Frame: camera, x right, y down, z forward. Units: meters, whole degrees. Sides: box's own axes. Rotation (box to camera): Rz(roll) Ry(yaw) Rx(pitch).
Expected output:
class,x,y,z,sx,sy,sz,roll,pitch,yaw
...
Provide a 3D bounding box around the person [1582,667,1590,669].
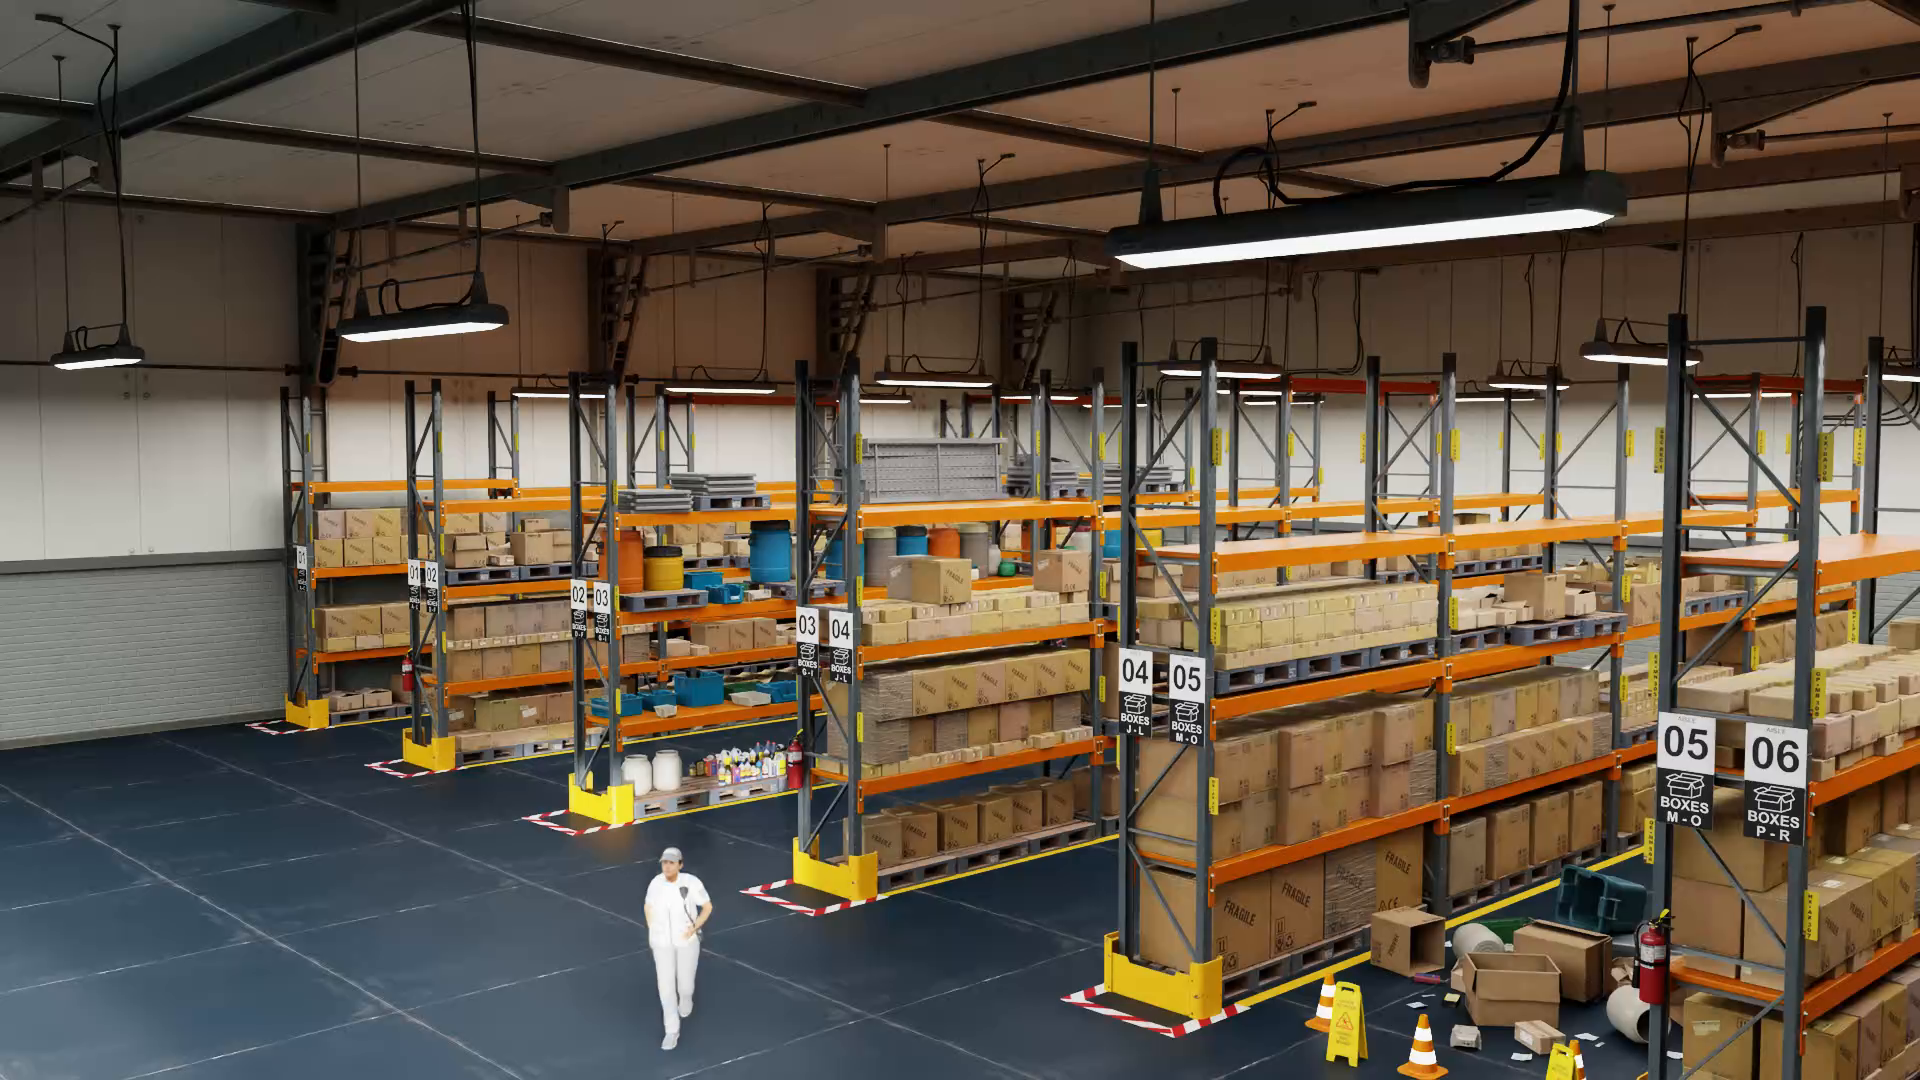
class,x,y,z,sx,sy,sz,roll,pitch,yaw
person,9.217,2.741,24.532,0.808,1.737,0.677,-3,5,-43

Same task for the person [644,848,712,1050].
class,x,y,z,sx,sy,sz,roll,pitch,yaw
person,-2.425,3.445,14.259,0.602,1.660,0.705,0,4,1
